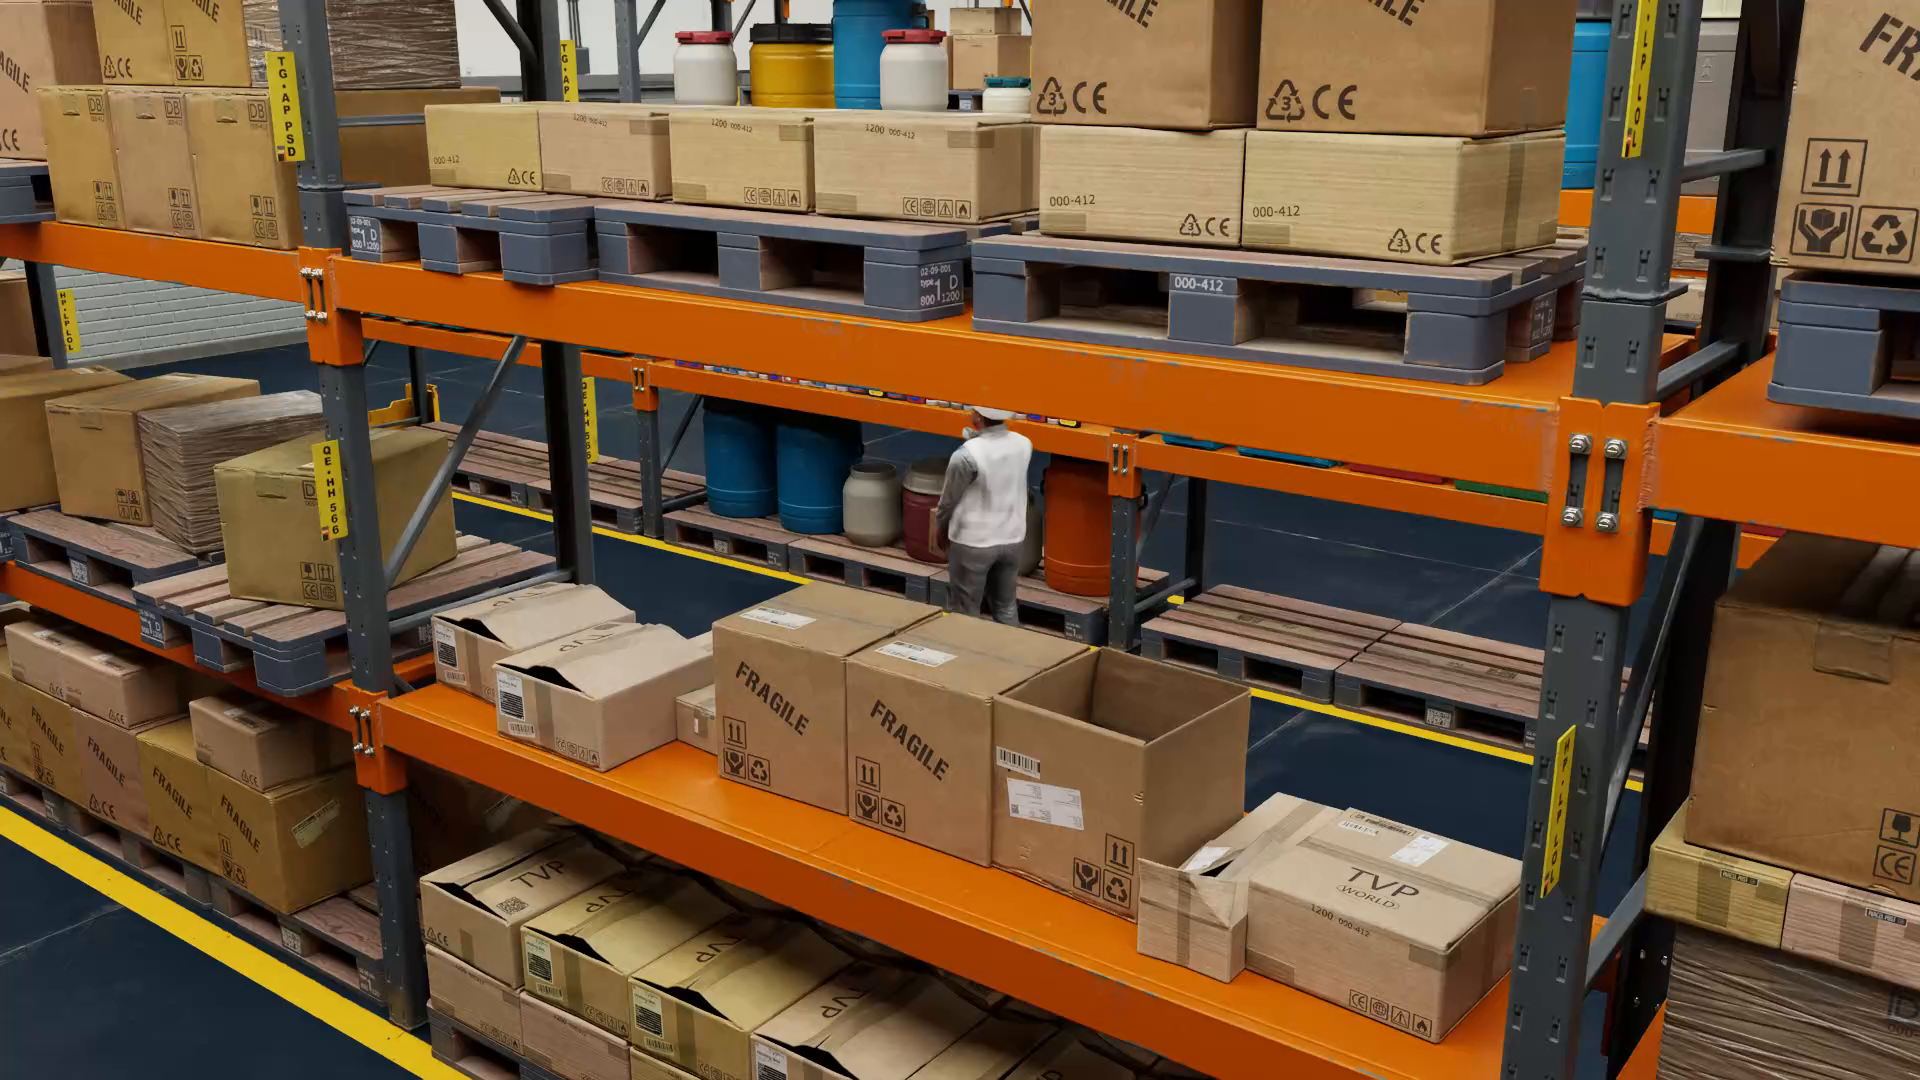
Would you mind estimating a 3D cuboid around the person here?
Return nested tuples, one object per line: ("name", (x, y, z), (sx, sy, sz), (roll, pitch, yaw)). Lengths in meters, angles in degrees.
("person", (0.114, -0.017, 9.042), (0.545, 1.776, 0.494), (-11, 20, -32))
